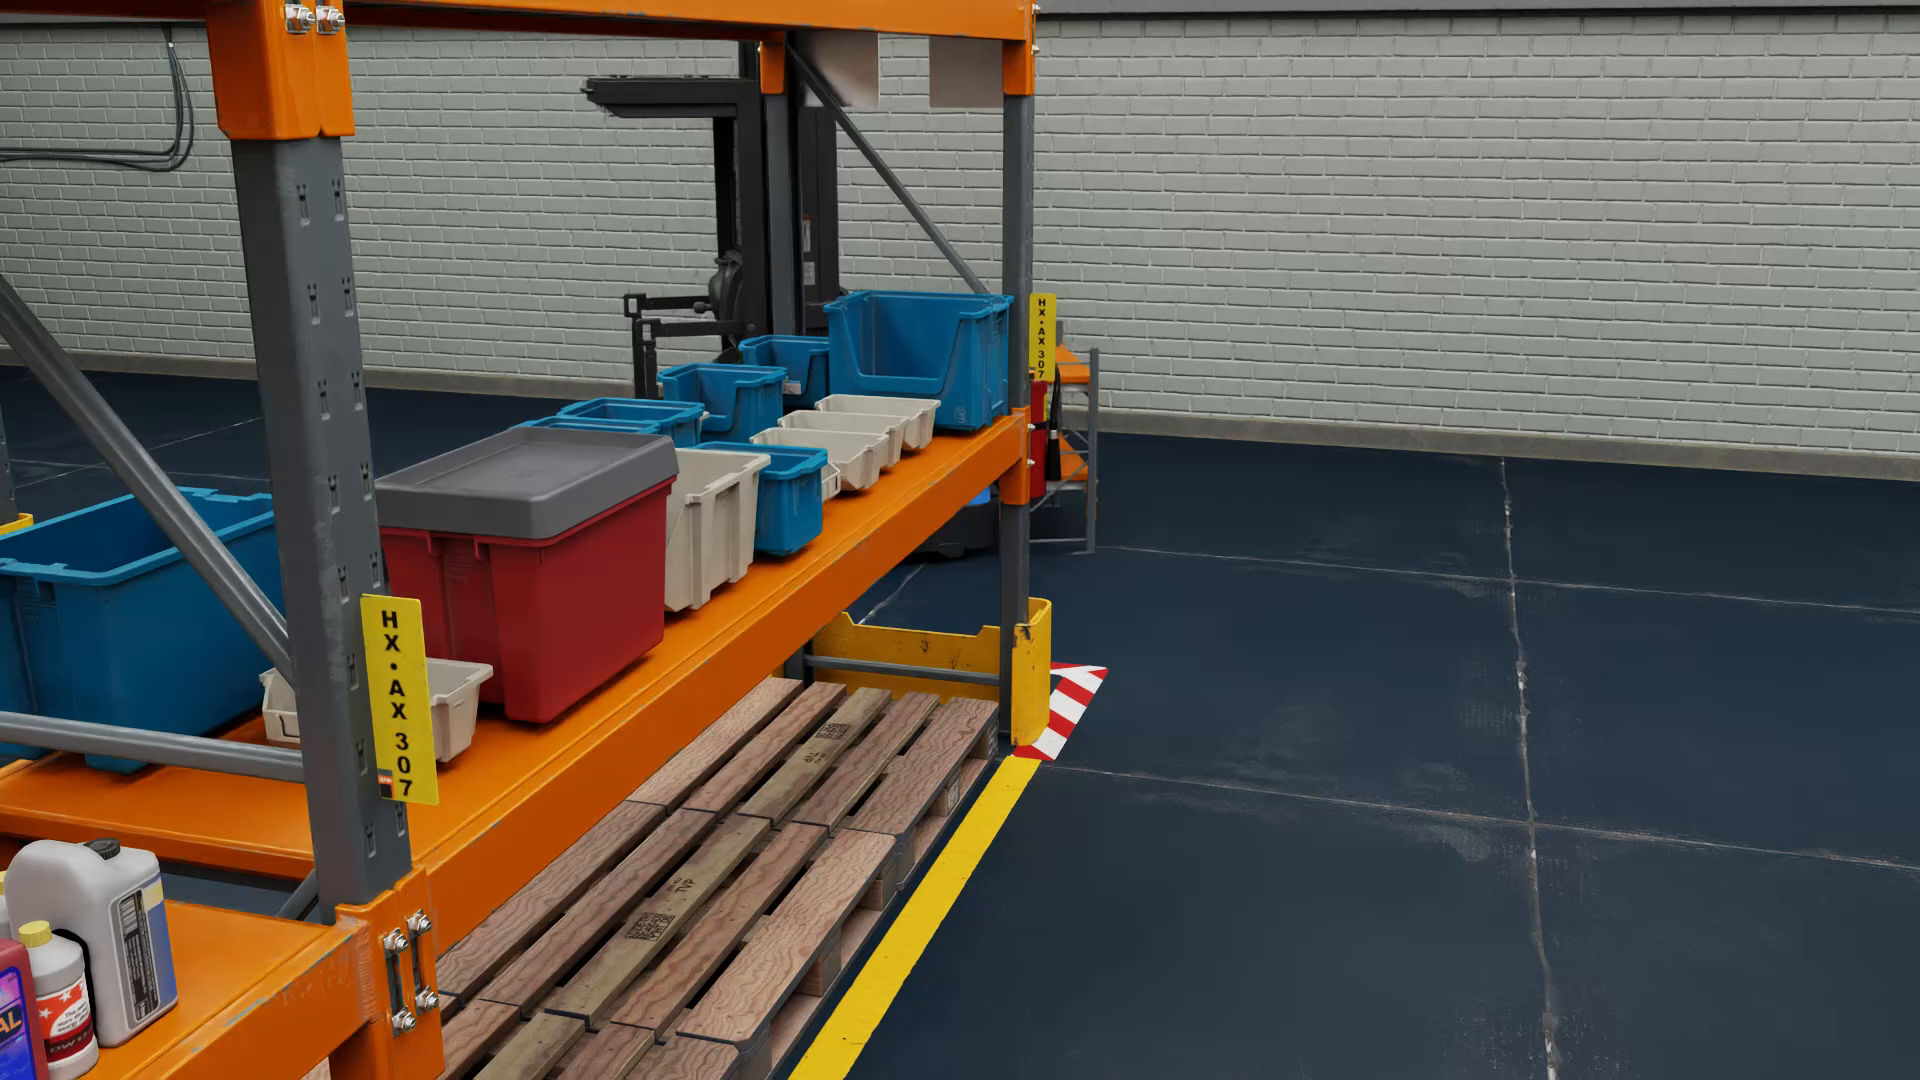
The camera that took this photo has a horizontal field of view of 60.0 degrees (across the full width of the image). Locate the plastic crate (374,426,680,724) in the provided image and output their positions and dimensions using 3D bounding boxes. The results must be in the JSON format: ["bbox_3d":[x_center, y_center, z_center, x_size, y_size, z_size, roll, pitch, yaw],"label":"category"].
[{"bbox_3d":[-0.868,0.056,3.407,0.402,0.464,0.583,5,16,16],"label":"plastic crate"}]

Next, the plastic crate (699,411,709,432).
[{"bbox_3d":[-0.974,-0.324,5.349,0.250,0.136,0.298,5,16,16],"label":"plastic crate"}]

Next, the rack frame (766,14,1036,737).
[{"bbox_3d":[-0.225,-0.716,6.358,1.000,3.000,0.127,5,16,16],"label":"rack frame"}]

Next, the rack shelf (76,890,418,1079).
[{"bbox_3d":[-1.930,1.199,0.922,1.077,0.370,4.000,5,16,16],"label":"rack shelf"}]

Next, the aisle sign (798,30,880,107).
[{"bbox_3d":[-0.489,-2.009,6.151,0.394,0.787,0.004,5,16,16],"label":"aisle sign"}]

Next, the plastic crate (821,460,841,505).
[{"bbox_3d":[-0.501,-0.163,4.779,0.298,0.136,0.250,5,16,16],"label":"plastic crate"}]

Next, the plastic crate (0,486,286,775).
[{"bbox_3d":[-1.556,0.160,3.186,0.392,0.384,0.575,5,16,16],"label":"plastic crate"}]

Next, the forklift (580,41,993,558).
[{"bbox_3d":[-1.399,-1.338,8.675,3.031,2.935,1.130,-4,16,-14],"label":"forklift"}]

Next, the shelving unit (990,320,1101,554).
[{"bbox_3d":[0.419,-0.601,9.385,0.538,1.125,1.048,-2,16,-7],"label":"shelving unit"}]

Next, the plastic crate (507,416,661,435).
[{"bbox_3d":[-1.070,-0.203,4.744,0.416,0.233,0.300,5,16,16],"label":"plastic crate"}]

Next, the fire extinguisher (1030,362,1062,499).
[{"bbox_3d":[0.254,-0.504,6.434,0.296,0.674,0.183,5,16,16],"label":"fire extinguisher"}]

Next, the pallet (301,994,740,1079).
[{"bbox_3d":[-1.190,1.476,3.738,1.003,0.211,1.213,5,16,16],"label":"pallet"}]

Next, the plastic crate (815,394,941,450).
[{"bbox_3d":[-0.283,-0.391,5.584,0.396,0.136,0.243,5,16,16],"label":"plastic crate"}]

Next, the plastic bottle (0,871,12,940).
[{"bbox_3d":[-1.289,0.549,2.261,0.097,0.201,0.097,0,16,0],"label":"plastic bottle"}]

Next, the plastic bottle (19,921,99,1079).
[{"bbox_3d":[-1.170,0.586,2.129,0.097,0.201,0.097,0,16,0],"label":"plastic bottle"}]

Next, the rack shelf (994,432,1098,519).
[{"bbox_3d":[0.419,-0.365,9.452,0.538,0.278,1.000,-2,16,-7],"label":"rack shelf"}]

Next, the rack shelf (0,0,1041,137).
[{"bbox_3d":[-0.793,-1.290,4.202,1.077,0.370,4.000,5,16,16],"label":"rack shelf"}]

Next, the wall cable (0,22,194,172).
[{"bbox_3d":[-7.774,-4.329,13.791,3.097,2.526,0.112,5,16,16],"label":"wall cable"}]

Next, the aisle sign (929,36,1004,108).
[{"bbox_3d":[0.076,-1.963,5.990,0.394,0.787,0.004,5,16,16],"label":"aisle sign"}]

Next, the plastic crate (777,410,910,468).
[{"bbox_3d":[-0.379,-0.316,5.321,0.396,0.136,0.243,5,16,16],"label":"plastic crate"}]

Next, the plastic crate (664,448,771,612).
[{"bbox_3d":[-0.751,-0.027,4.035,0.437,0.282,0.530,5,16,16],"label":"plastic crate"}]

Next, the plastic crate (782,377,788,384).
[{"bbox_3d":[-0.781,-0.502,5.975,0.250,0.136,0.298,5,16,16],"label":"plastic crate"}]

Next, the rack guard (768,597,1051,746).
[{"bbox_3d":[-0.231,0.479,6.725,1.175,0.500,0.348,5,16,16],"label":"rack guard"}]

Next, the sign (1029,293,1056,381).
[{"bbox_3d":[0.307,-0.756,6.200,0.100,0.325,0.005,5,16,16],"label":"sign"}]

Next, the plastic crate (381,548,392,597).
[{"bbox_3d":[-1.301,0.120,3.804,0.437,0.125,0.590,5,16,16],"label":"plastic crate"}]

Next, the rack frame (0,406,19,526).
[{"bbox_3d":[-4.973,-1.101,7.716,1.000,3.000,0.127,5,16,16],"label":"rack frame"}]

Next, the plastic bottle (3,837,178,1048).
[{"bbox_3d":[-1.164,0.518,2.233,0.152,0.276,0.135,5,16,16],"label":"plastic bottle"}]

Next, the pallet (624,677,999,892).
[{"bbox_3d":[-0.497,0.838,5.988,1.003,0.211,1.213,5,16,16],"label":"pallet"}]

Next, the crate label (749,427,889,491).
[{"bbox_3d":[-0.435,-0.242,5.057,0.396,0.136,0.243,5,16,16],"label":"crate label"}]

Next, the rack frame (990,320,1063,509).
[{"bbox_3d":[0.355,-0.738,9.870,0.500,1.125,0.032,-2,16,-7],"label":"rack frame"}]

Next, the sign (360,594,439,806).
[{"bbox_3d":[-0.835,0.240,2.479,0.100,0.325,0.005,5,16,16],"label":"sign"}]

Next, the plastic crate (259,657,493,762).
[{"bbox_3d":[-1.092,0.317,3.086,0.396,0.136,0.243,5,16,16],"label":"plastic crate"}]

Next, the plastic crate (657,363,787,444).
[{"bbox_3d":[-0.798,-0.453,5.628,0.416,0.233,0.300,5,16,16],"label":"plastic crate"}]

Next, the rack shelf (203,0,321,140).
[{"bbox_3d":[-1.930,-0.244,0.513,1.077,0.370,4.000,5,16,16],"label":"rack shelf"}]

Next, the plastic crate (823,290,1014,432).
[{"bbox_3d":[-0.141,-0.660,5.985,0.616,0.435,0.499,5,16,16],"label":"plastic crate"}]

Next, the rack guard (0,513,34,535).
[{"bbox_3d":[-4.995,0.121,7.987,1.175,0.500,0.348,5,16,16],"label":"rack guard"}]

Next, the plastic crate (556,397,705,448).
[{"bbox_3d":[-0.985,-0.281,5.020,0.416,0.233,0.300,5,16,16],"label":"plastic crate"}]

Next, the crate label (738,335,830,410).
[{"bbox_3d":[-0.611,-0.626,6.235,0.416,0.233,0.303,5,16,16],"label":"crate label"}]

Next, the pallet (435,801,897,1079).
[{"bbox_3d":[-0.845,1.156,4.867,1.003,0.211,1.213,5,16,16],"label":"pallet"}]

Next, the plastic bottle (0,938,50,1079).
[{"bbox_3d":[-1.186,0.578,2.007,0.061,0.283,0.133,5,16,16],"label":"plastic bottle"}]

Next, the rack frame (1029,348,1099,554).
[{"bbox_3d":[0.484,-0.463,8.900,0.500,1.125,0.032,-2,16,-7],"label":"rack frame"}]

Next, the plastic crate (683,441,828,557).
[{"bbox_3d":[-0.563,-0.108,4.408,0.416,0.233,0.300,5,16,16],"label":"plastic crate"}]

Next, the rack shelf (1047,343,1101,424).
[{"bbox_3d":[0.419,-0.882,9.305,0.538,0.278,1.000,-2,16,-7],"label":"rack shelf"}]

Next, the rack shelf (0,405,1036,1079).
[{"bbox_3d":[-0.793,0.153,4.611,1.077,0.370,4.000,5,16,16],"label":"rack shelf"}]
